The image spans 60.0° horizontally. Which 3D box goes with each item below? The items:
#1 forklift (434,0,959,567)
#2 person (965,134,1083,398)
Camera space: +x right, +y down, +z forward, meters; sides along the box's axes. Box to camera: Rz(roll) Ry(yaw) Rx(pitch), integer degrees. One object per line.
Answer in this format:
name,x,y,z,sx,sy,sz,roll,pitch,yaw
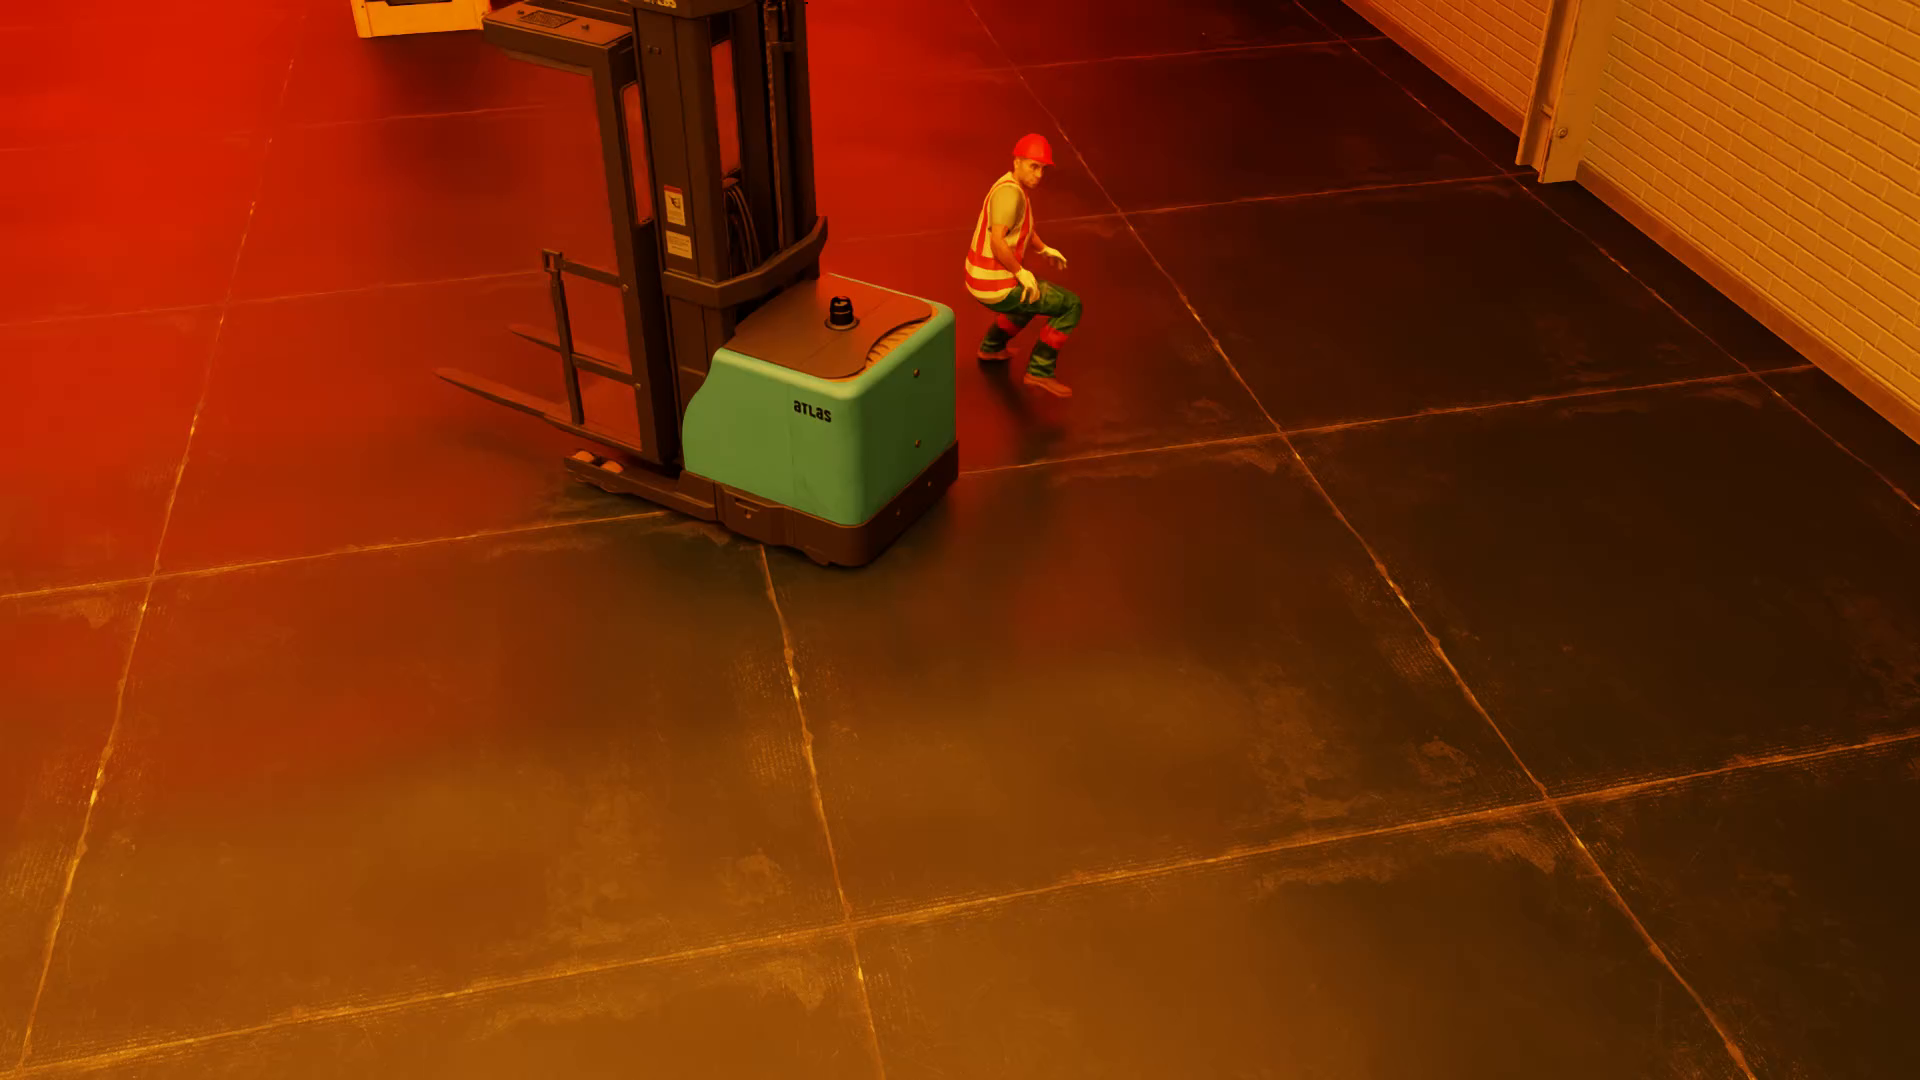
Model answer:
forklift,-1.539,-1.688,8.396,3.031,2.935,1.130,19,40,24
person,0.361,-1.530,9.430,0.678,1.539,0.833,-6,36,-8
